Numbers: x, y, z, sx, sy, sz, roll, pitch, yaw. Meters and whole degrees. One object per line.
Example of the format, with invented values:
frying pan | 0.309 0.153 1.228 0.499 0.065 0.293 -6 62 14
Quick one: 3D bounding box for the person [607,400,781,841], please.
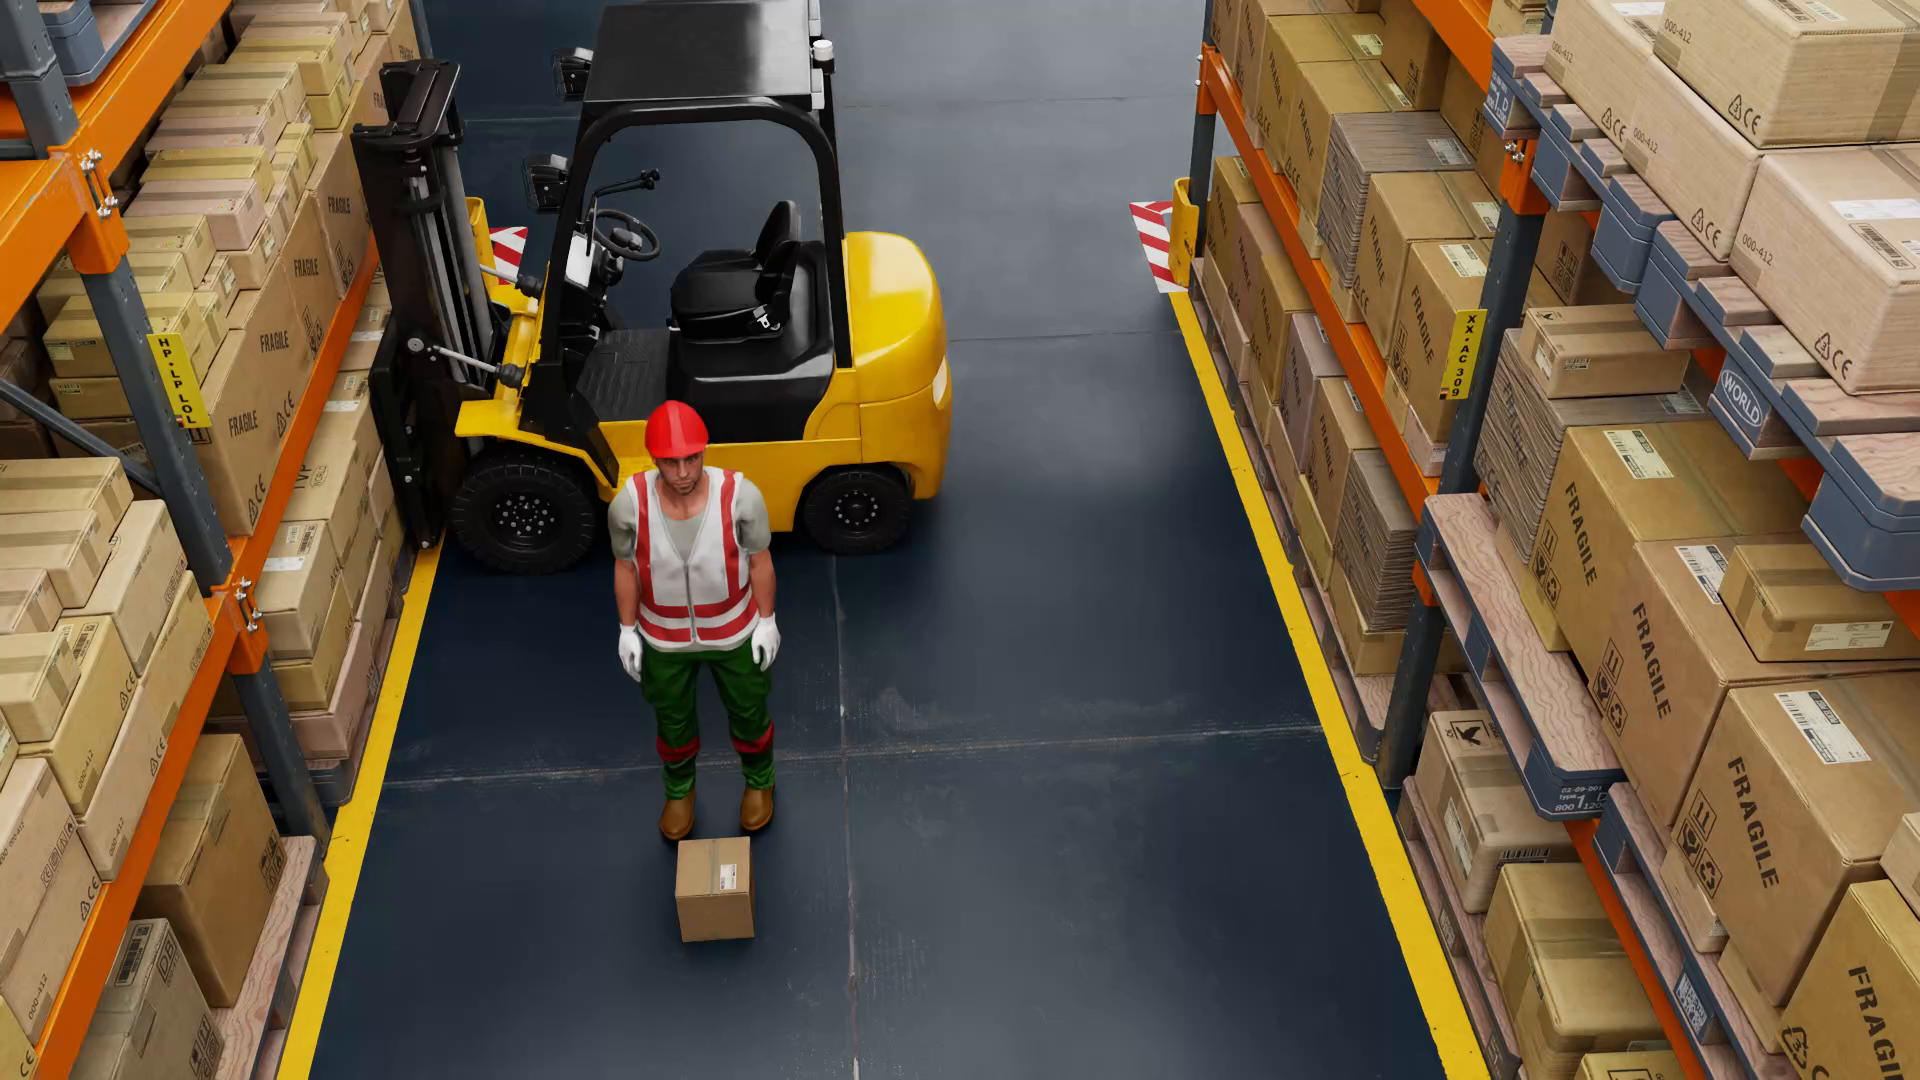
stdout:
person | -0.900 0.311 5.719 0.557 1.793 0.359 -3 39 -4
